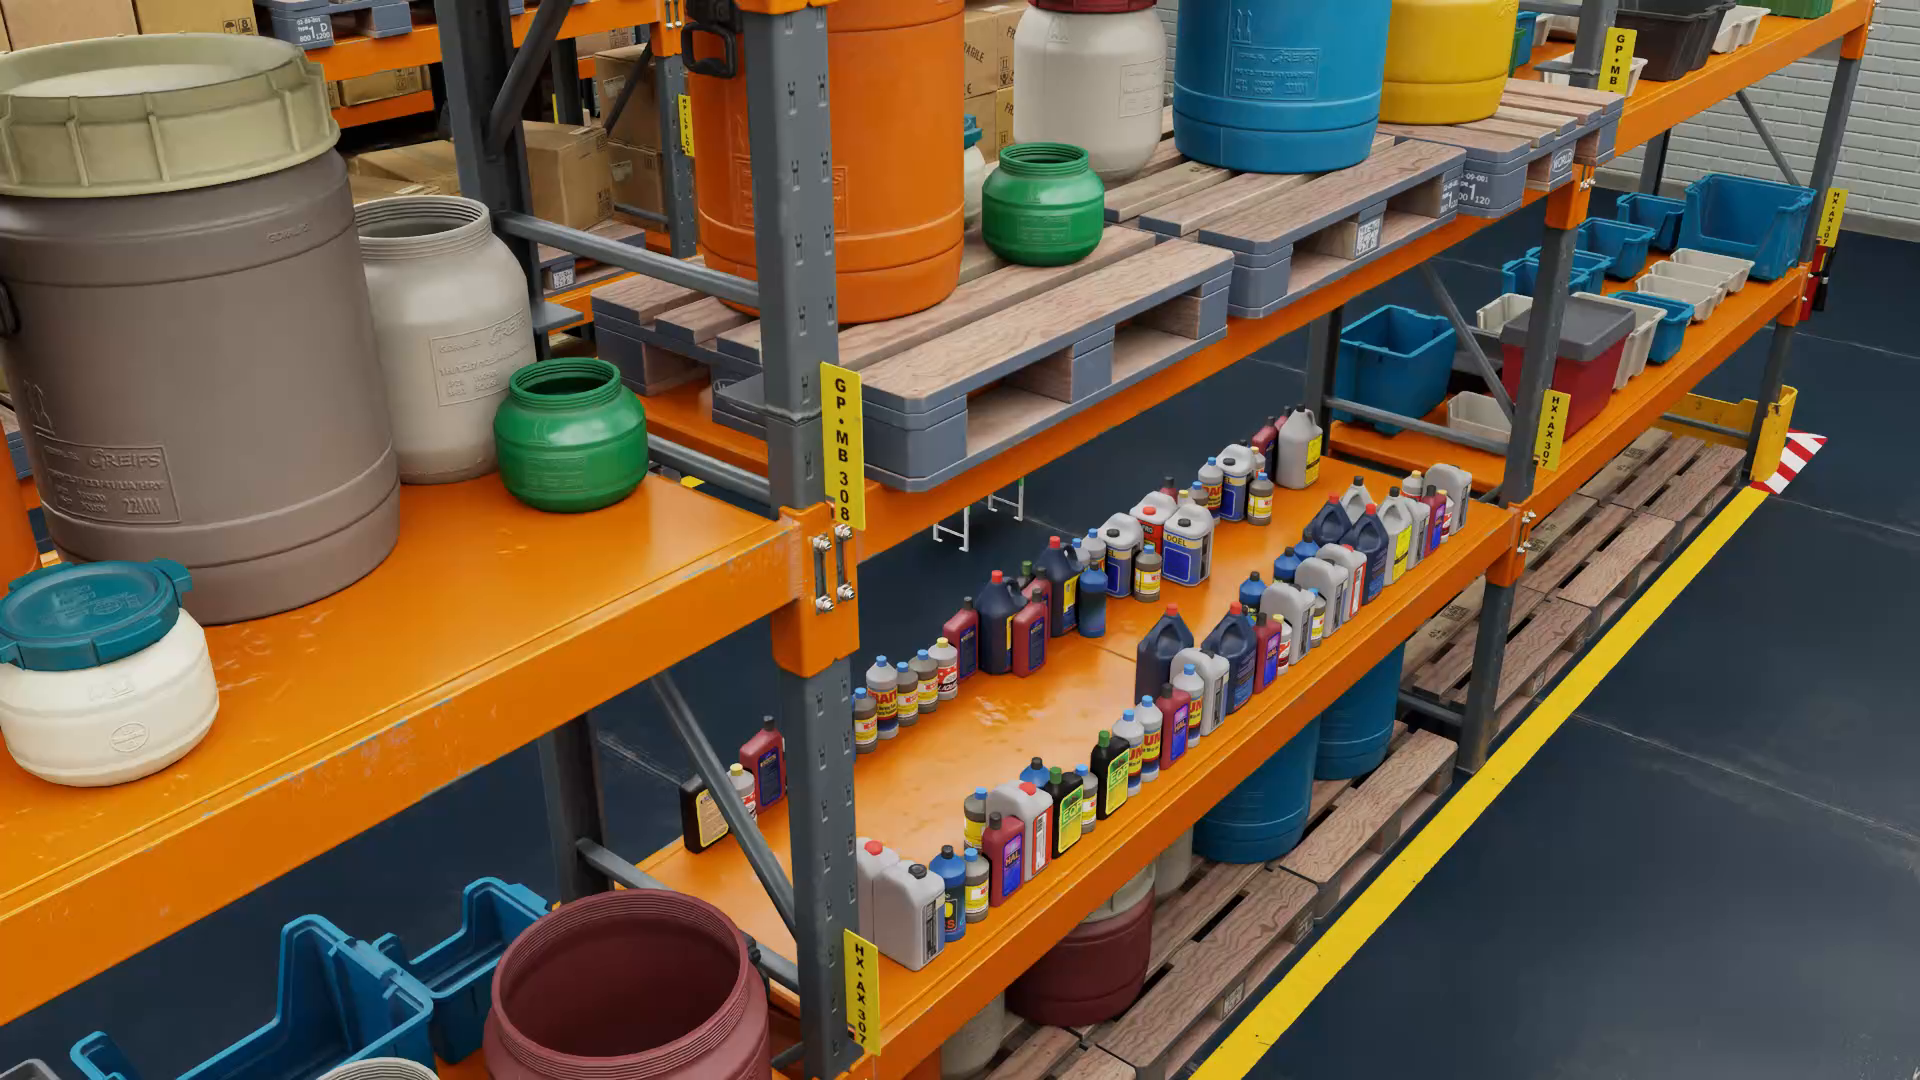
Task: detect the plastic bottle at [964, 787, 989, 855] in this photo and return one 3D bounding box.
[{"bbox_3d":[0.059,0.787,4.681,0.097,0.201,0.097,0,27,0],"label":"plastic bottle"}]

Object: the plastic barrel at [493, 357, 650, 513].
[{"bbox_3d":[-0.770,-0.210,3.295,0.294,0.245,0.294,0,27,0],"label":"plastic barrel"}]

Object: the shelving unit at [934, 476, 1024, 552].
[{"bbox_3d":[0.105,-0.592,9.088,0.258,1.200,0.503,21,34,34],"label":"shelving unit"}]

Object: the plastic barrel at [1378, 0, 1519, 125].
[{"bbox_3d":[1.468,-1.686,5.319,0.600,0.588,0.600,0,27,0],"label":"plastic barrel"}]

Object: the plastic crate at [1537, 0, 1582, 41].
[{"bbox_3d":[2.788,-2.469,7.623,0.437,0.282,0.530,21,34,34],"label":"plastic crate"}]

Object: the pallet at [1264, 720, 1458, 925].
[{"bbox_3d":[1.369,1.033,7.024,1.003,0.211,1.213,21,34,34],"label":"pallet"}]

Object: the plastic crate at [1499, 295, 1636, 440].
[{"bbox_3d":[2.654,-0.765,7.330,0.402,0.464,0.583,21,34,34],"label":"plastic crate"}]

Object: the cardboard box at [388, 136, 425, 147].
[{"bbox_3d":[-4.507,-3.215,13.758,0.380,0.149,0.250,20,33,33],"label":"cardboard box"}]

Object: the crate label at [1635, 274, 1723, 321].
[{"bbox_3d":[3.704,-1.248,8.620,0.396,0.136,0.243,21,34,34],"label":"crate label"}]

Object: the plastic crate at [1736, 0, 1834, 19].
[{"bbox_3d":[4.029,-2.690,8.152,0.450,0.188,0.336,21,34,34],"label":"plastic crate"}]

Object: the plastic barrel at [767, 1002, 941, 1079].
[{"bbox_3d":[-0.354,1.550,4.894,0.600,0.830,0.708,21,34,34],"label":"plastic barrel"}]

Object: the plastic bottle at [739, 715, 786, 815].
[{"bbox_3d":[-0.577,0.653,4.850,0.061,0.283,0.133,21,34,34],"label":"plastic bottle"}]

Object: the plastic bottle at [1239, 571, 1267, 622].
[{"bbox_3d":[0.996,0.233,5.675,0.097,0.271,0.097,0,27,0],"label":"plastic bottle"}]

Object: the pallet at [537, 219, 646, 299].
[{"bbox_3d":[-2.520,-1.579,9.247,1.003,0.211,1.213,21,34,34],"label":"pallet"}]

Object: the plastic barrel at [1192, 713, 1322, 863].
[{"bbox_3d":[1.083,0.717,6.425,0.600,0.901,0.708,21,34,34],"label":"plastic barrel"}]

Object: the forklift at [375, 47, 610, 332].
[{"bbox_3d":[-3.485,-2.798,11.469,1.130,2.935,3.031,22,35,36],"label":"forklift"}]

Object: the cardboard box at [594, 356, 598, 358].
[{"bbox_3d":[-2.020,-0.742,9.662,0.500,0.500,0.500,21,34,34],"label":"cardboard box"}]

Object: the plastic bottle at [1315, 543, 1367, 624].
[{"bbox_3d":[1.338,0.131,5.868,0.152,0.276,0.135,21,34,34],"label":"plastic bottle"}]

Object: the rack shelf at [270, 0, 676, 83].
[{"bbox_3d":[-3.200,-2.220,7.794,1.077,0.370,4.000,21,34,34],"label":"rack shelf"}]

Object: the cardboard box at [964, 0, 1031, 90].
[{"bbox_3d":[0.225,-3.405,11.371,0.500,0.500,0.500,22,34,36],"label":"cardboard box"}]

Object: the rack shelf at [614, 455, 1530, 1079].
[{"bbox_3d":[0.620,0.562,5.683,1.077,0.370,4.000,21,34,34],"label":"rack shelf"}]

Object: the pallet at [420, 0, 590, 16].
[{"bbox_3d":[-2.397,-2.954,8.636,1.213,0.211,1.003,21,34,34],"label":"pallet"}]

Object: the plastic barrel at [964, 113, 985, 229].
[{"bbox_3d":[-0.083,-0.929,4.210,0.301,0.262,0.301,0,27,0],"label":"plastic barrel"}]

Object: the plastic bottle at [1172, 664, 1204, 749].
[{"bbox_3d":[0.702,0.507,5.146,0.097,0.271,0.097,0,27,0],"label":"plastic bottle"}]

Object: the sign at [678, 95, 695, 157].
[{"bbox_3d":[-1.497,-2.269,9.112,0.100,0.325,0.005,21,34,34],"label":"sign"}]

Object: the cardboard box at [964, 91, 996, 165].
[{"bbox_3d":[-0.107,-2.780,11.250,0.500,0.500,0.500,21,34,35],"label":"cardboard box"}]

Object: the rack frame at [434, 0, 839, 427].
[{"bbox_3d":[-0.652,-1.713,2.768,1.000,3.000,0.127,21,34,34],"label":"rack frame"}]

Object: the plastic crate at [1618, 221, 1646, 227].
[{"bbox_3d":[3.757,-1.714,9.520,0.250,0.136,0.298,21,34,34],"label":"plastic crate"}]

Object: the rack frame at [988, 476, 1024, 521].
[{"bbox_3d":[0.261,-0.678,9.255,0.240,1.200,0.015,21,34,34],"label":"rack frame"}]

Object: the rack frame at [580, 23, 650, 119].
[{"bbox_3d":[-3.208,-4.781,15.227,1.000,3.000,0.127,21,34,34],"label":"rack frame"}]

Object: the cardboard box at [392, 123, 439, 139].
[{"bbox_3d":[-4.618,-3.431,14.175,0.380,0.149,0.250,20,33,34],"label":"cardboard box"}]

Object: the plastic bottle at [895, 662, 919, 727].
[{"bbox_3d":[-0.180,0.481,5.271,0.097,0.201,0.097,0,27,0],"label":"plastic bottle"}]

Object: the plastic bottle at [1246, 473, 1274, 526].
[{"bbox_3d":[1.179,-0.166,6.523,0.097,0.201,0.097,0,27,0],"label":"plastic bottle"}]

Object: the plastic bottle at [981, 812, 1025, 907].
[{"bbox_3d":[0.117,0.841,4.487,0.061,0.283,0.133,21,34,34],"label":"plastic bottle"}]

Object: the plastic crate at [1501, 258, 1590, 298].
[{"bbox_3d":[2.997,-1.273,8.563,0.416,0.233,0.300,21,34,34],"label":"plastic crate"}]

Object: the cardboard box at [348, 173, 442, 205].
[{"bbox_3d":[-3.004,-1.502,8.324,0.700,0.500,0.500,12,30,22],"label":"cardboard box"}]

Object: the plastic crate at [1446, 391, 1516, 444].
[{"bbox_3d":[2.298,-0.500,7.173,0.396,0.136,0.243,21,34,34],"label":"plastic crate"}]

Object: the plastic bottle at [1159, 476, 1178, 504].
[{"bbox_3d":[0.765,-0.095,6.296,0.061,0.283,0.133,21,34,34],"label":"plastic bottle"}]

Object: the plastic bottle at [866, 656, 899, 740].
[{"bbox_3d":[-0.242,0.485,5.188,0.097,0.271,0.097,0,27,0],"label":"plastic bottle"}]

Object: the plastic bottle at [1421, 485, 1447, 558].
[{"bbox_3d":[1.779,-0.086,6.278,0.061,0.283,0.133,21,34,34],"label":"plastic bottle"}]

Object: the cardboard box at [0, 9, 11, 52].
[{"bbox_3d":[-4.220,-2.039,6.553,0.910,0.500,0.500,21,34,34],"label":"cardboard box"}]

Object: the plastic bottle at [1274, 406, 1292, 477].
[{"bbox_3d":[1.330,-0.410,6.905,0.061,0.283,0.133,21,34,34],"label":"plastic bottle"}]

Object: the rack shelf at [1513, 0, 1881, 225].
[{"bbox_3d":[3.164,-2.189,7.735,1.077,0.370,4.000,21,34,34],"label":"rack shelf"}]

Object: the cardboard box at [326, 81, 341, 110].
[{"bbox_3d":[-5.395,-3.683,12.779,0.980,0.700,0.700,21,34,35],"label":"cardboard box"}]

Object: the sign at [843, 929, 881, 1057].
[{"bbox_3d":[-0.223,1.037,3.803,0.100,0.325,0.005,21,34,34],"label":"sign"}]

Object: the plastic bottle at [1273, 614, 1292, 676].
[{"bbox_3d":[1.052,0.343,5.539,0.097,0.201,0.097,0,27,0],"label":"plastic bottle"}]

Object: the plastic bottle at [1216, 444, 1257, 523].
[{"bbox_3d":[1.071,-0.229,6.564,0.152,0.276,0.135,21,34,34],"label":"plastic bottle"}]

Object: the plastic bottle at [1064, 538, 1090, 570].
[{"bbox_3d":[0.410,0.121,5.891,0.097,0.271,0.097,0,27,0],"label":"plastic bottle"}]

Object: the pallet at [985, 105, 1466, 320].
[{"bbox_3d":[0.750,-1.006,4.871,1.003,0.211,1.213,21,34,34],"label":"pallet"}]

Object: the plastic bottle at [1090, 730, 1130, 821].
[{"bbox_3d":[0.434,0.664,4.829,0.061,0.283,0.133,21,34,34],"label":"plastic bottle"}]

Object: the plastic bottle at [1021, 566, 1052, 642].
[{"bbox_3d":[0.252,0.235,5.659,0.061,0.283,0.133,21,34,34],"label":"plastic bottle"}]

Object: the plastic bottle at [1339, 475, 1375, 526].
[{"bbox_3d":[1.449,-0.066,6.166,0.144,0.351,0.185,21,34,34],"label":"plastic bottle"}]
